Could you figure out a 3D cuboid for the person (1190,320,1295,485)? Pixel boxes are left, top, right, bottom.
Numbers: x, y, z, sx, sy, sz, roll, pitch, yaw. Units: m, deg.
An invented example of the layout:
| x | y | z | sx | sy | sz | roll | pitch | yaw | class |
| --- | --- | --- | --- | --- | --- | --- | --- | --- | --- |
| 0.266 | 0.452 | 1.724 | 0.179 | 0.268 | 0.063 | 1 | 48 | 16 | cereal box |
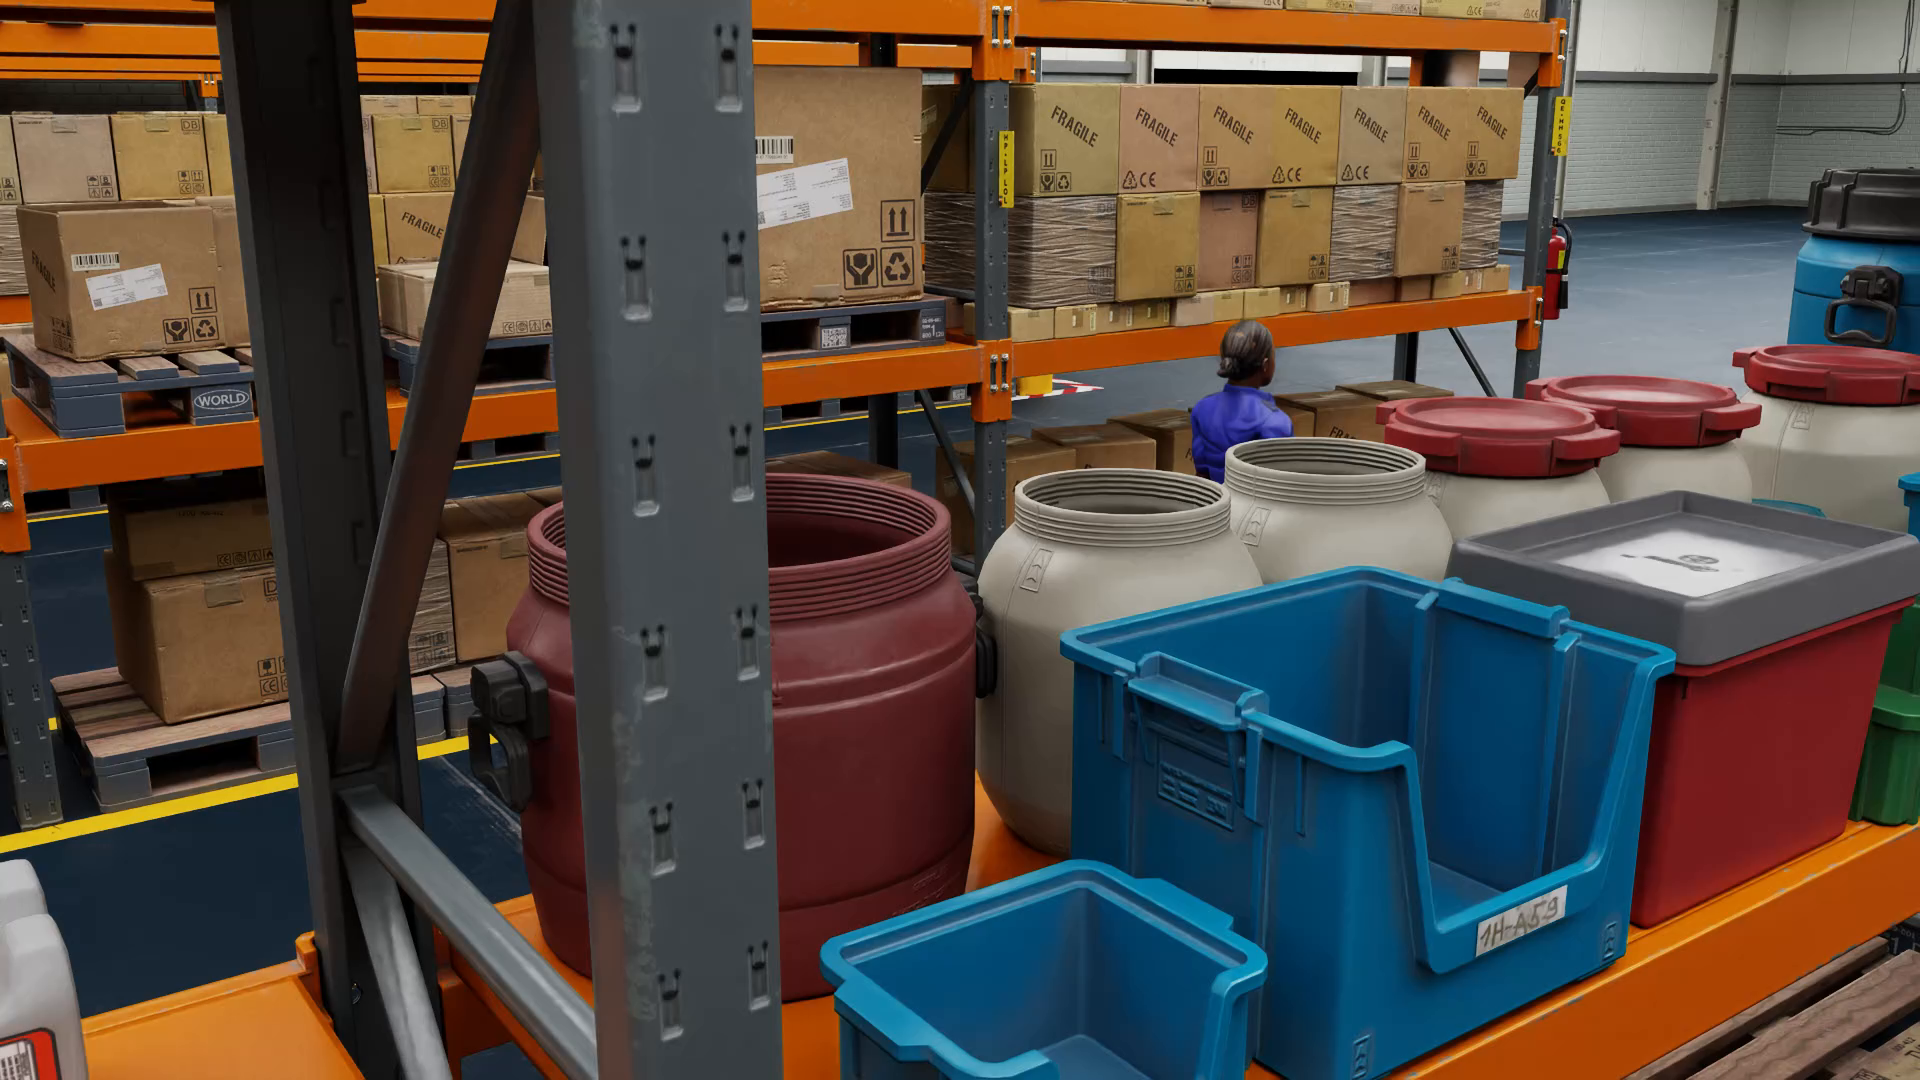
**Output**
| x | y | z | sx | sy | sz | roll | pitch | yaw | class |
| --- | --- | --- | --- | --- | --- | --- | --- | --- | --- |
| 0.972 | 0.082 | 5.718 | 0.302 | 1.678 | 0.446 | -10 | 18 | -33 | person |
